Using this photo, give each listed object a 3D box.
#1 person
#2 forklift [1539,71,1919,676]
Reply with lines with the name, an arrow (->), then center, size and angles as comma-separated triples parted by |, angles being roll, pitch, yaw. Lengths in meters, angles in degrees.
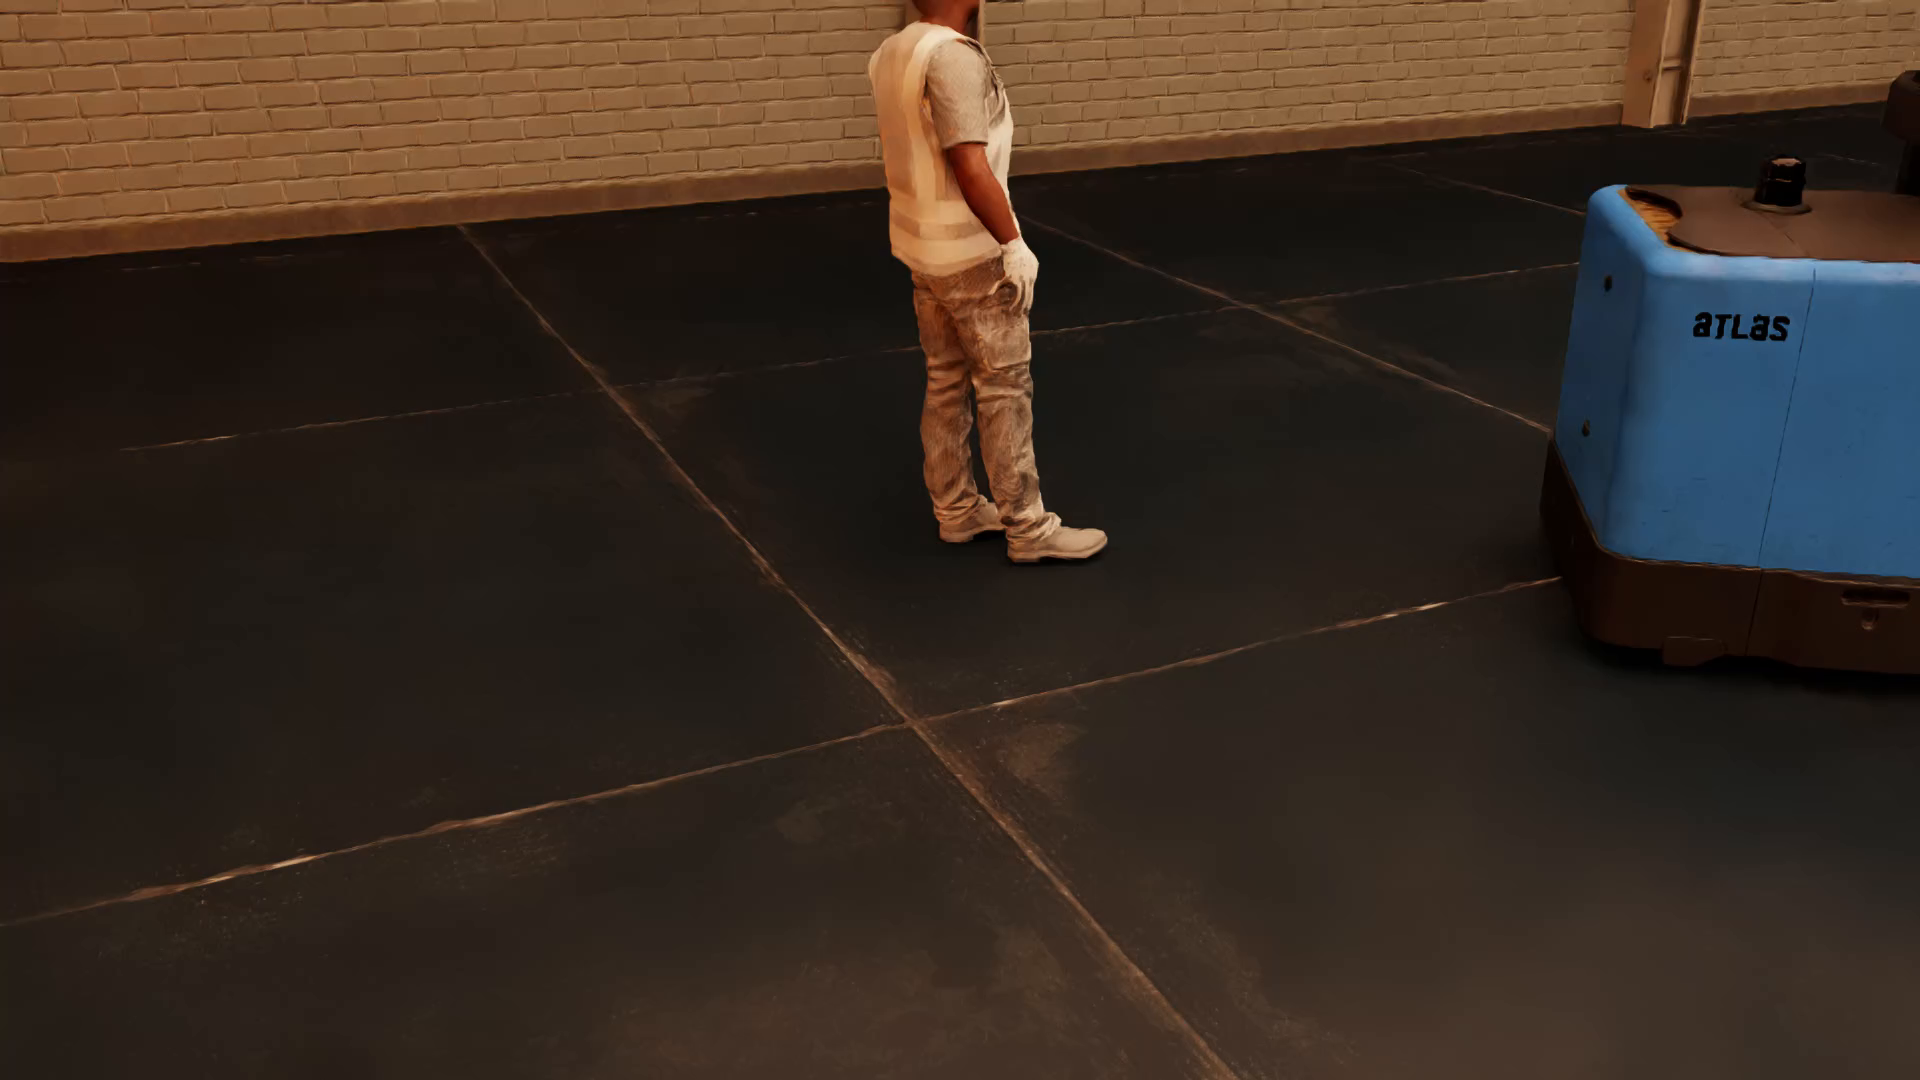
person -> 0.069, -0.839, 4.784 | 0.576, 1.782, 0.655 | -10, 25, -23
forklift -> 3.199, -1.110, 3.957 | 3.031, 2.935, 1.130 | 4, 23, 10
